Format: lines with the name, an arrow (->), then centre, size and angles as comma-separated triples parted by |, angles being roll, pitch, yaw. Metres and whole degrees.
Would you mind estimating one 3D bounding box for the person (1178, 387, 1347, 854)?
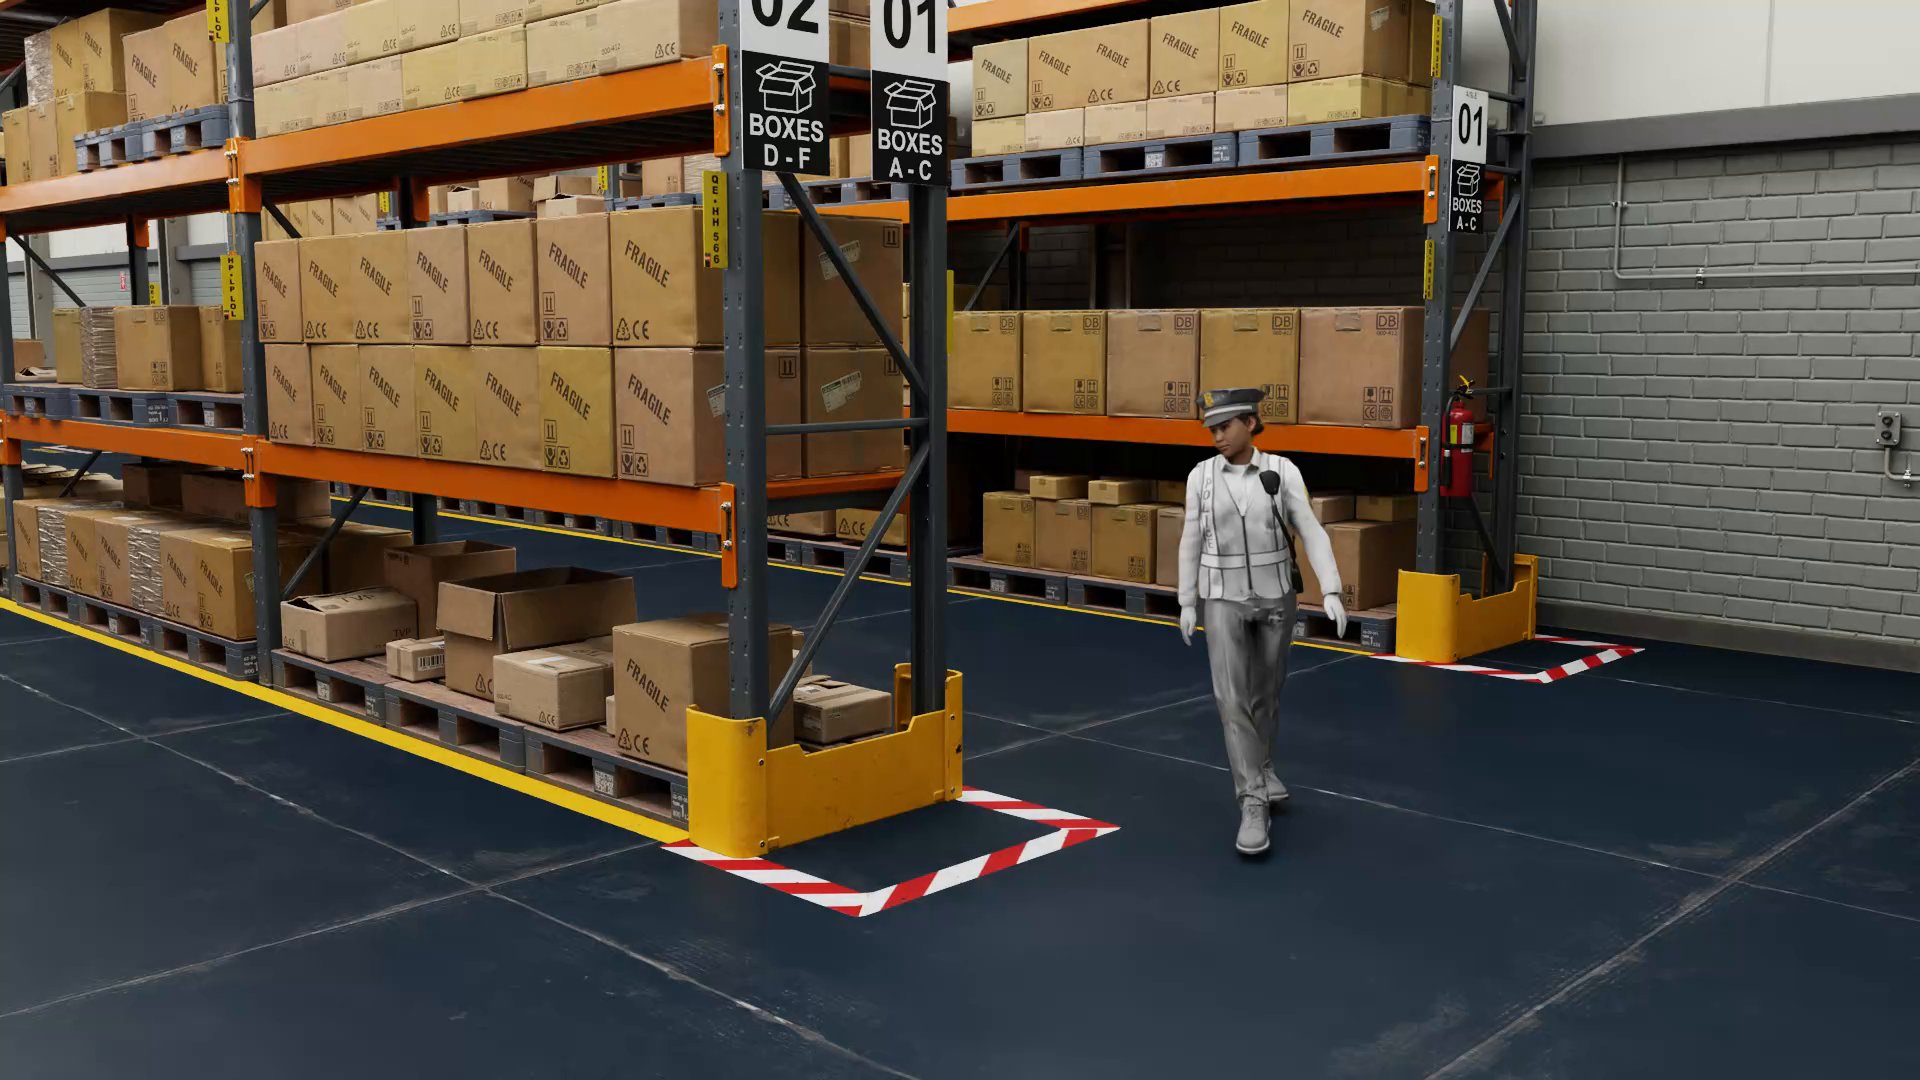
person -> 1.119, 0.251, 6.170 | 0.595, 1.624, 0.902 | 1, 7, 4
